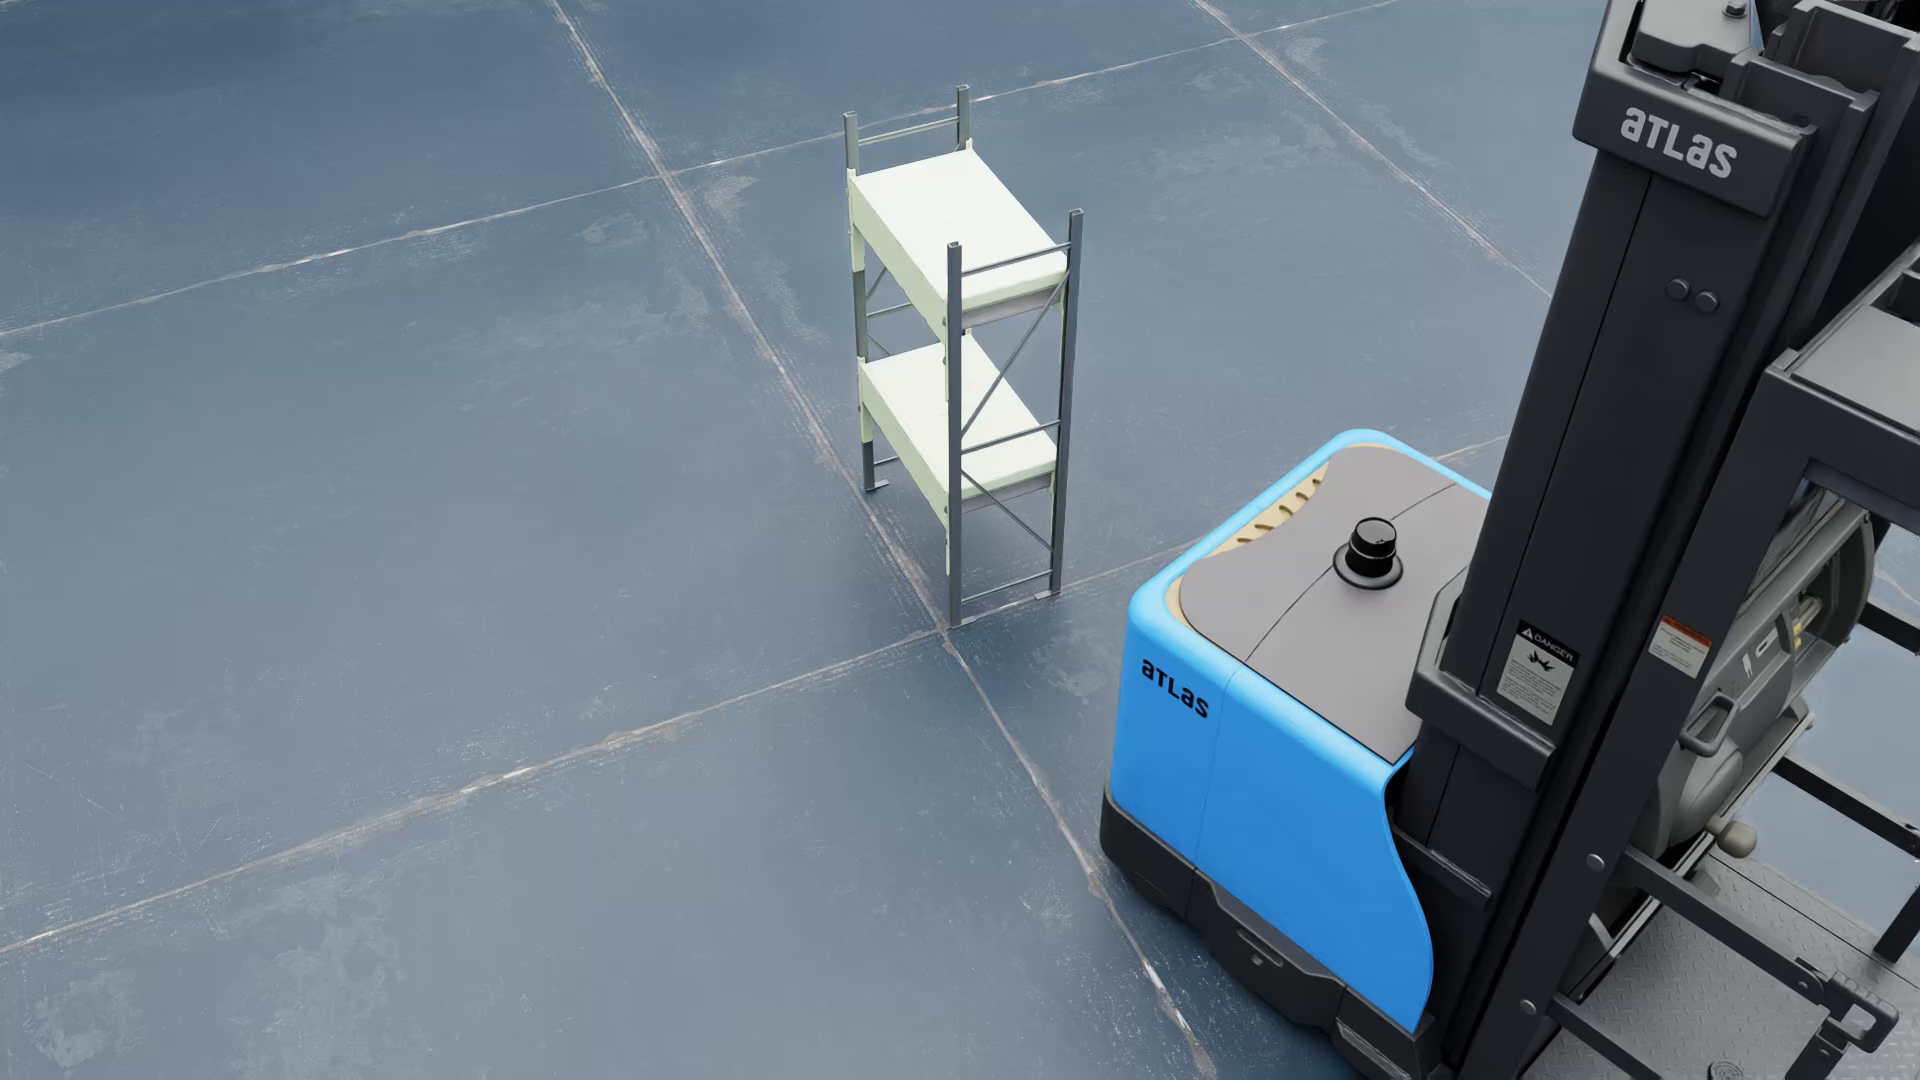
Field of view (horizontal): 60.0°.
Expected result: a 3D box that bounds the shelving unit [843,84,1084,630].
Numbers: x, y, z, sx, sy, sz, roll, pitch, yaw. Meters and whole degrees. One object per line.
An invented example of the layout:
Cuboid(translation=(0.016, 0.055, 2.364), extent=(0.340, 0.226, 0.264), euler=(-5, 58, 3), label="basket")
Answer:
Cuboid(translation=(-0.003, -0.538, 5.228), extent=(0.431, 1.500, 0.755), euler=(-18, 47, -17), label="shelving unit")

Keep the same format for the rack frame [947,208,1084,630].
Cuboid(translation=(0.151, -0.305, 4.991), extent=(0.400, 1.500, 0.023), euler=(-18, 47, -17), label="rack frame")

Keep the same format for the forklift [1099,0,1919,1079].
Cuboid(translation=(1.793, 0.365, 3.294), extent=(1.130, 2.935, 3.031), euler=(-35, 54, -30), label="forklift")

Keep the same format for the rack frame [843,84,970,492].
Cuboid(translation=(-0.157, -0.771, 5.464), extent=(0.400, 1.500, 0.023), euler=(-18, 47, -17), label="rack frame")

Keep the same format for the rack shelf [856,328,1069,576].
Cuboid(translation=(-0.003, -0.306, 5.457), extent=(0.431, 0.370, 0.720), euler=(-18, 47, -17), label="rack shelf")

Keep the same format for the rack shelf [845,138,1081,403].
Cuboid(translation=(-0.003, -0.816, 4.953), extent=(0.431, 0.370, 0.720), euler=(-18, 47, -17), label="rack shelf")
